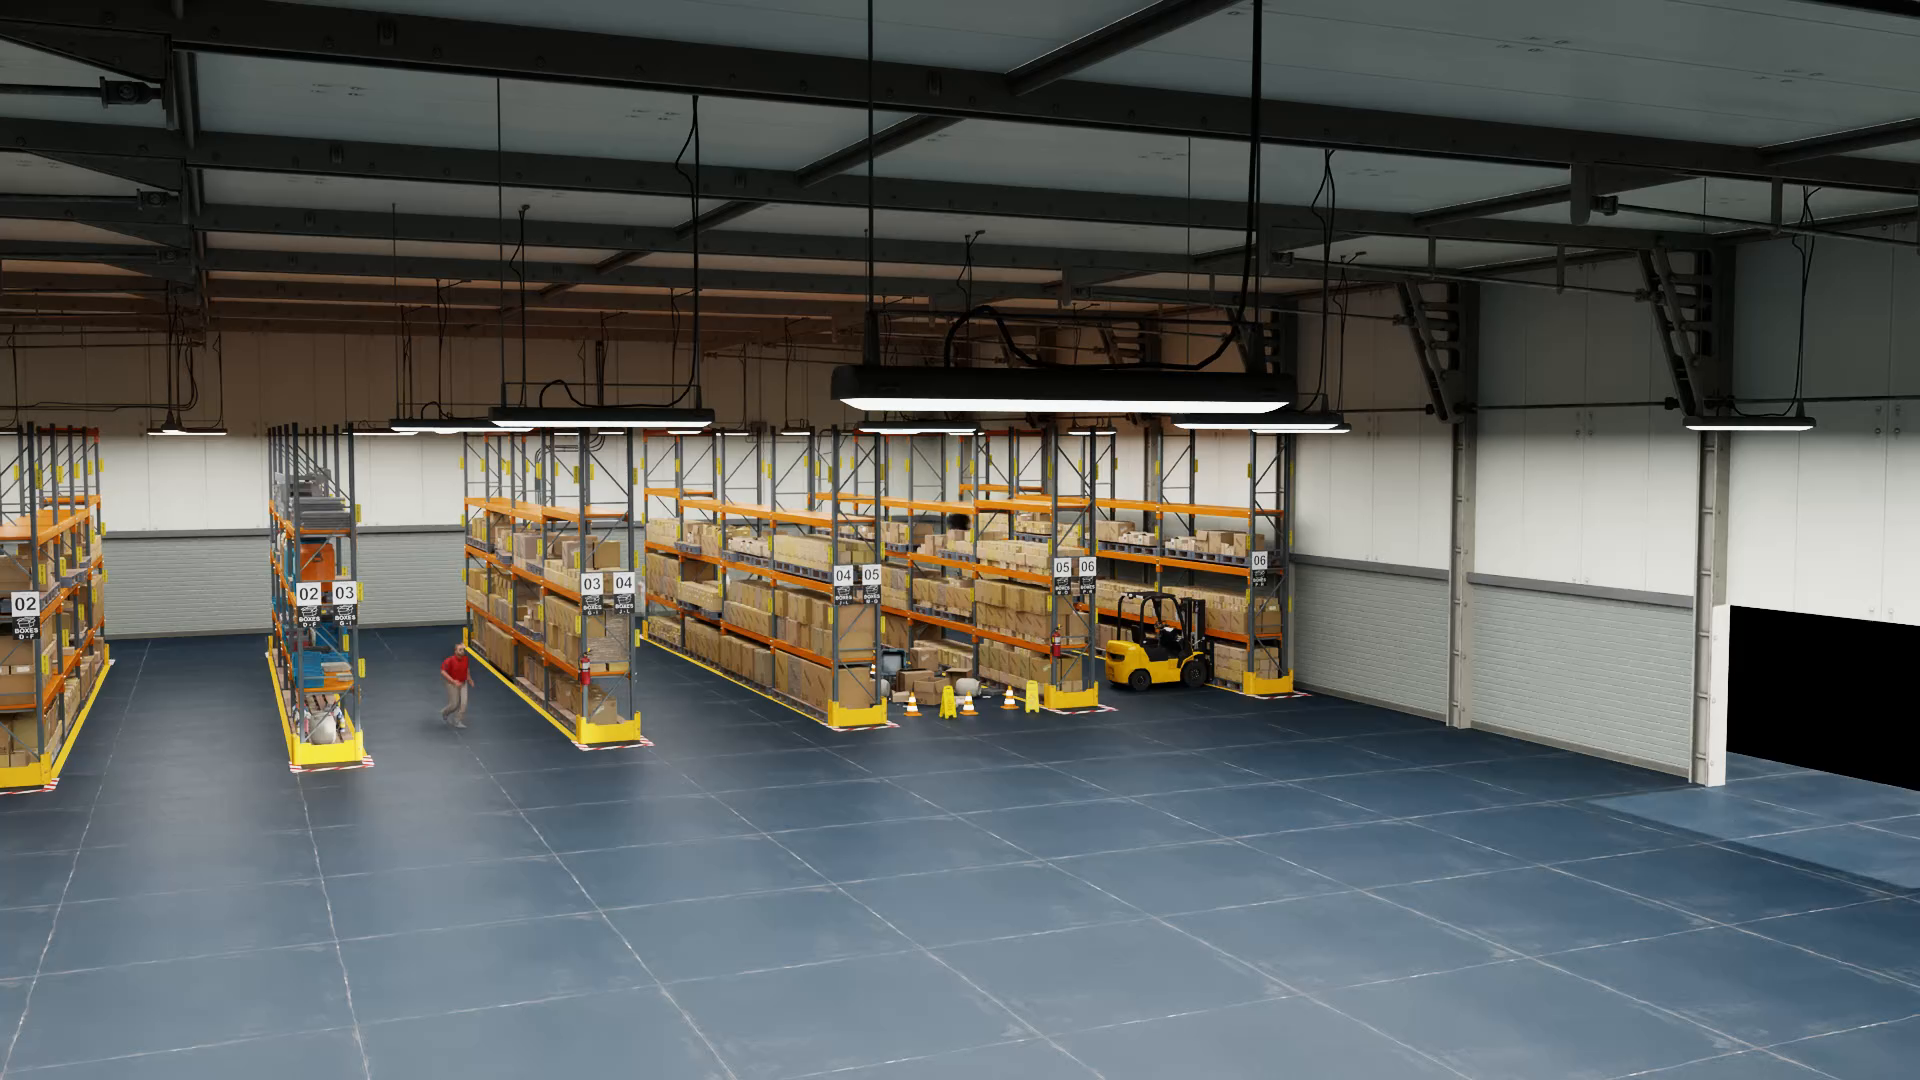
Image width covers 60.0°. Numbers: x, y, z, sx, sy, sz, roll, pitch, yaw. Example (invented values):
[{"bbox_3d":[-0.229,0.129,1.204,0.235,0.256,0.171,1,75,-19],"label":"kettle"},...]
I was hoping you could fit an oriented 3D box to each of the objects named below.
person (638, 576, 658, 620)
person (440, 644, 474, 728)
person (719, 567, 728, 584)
[{"bbox_3d":[-9.470,1.875,50.656,0.653,1.630,1.022,1,4,12],"label":"person"},{"bbox_3d":[-10.012,2.886,32.960,0.698,1.673,0.662,3,5,41],"label":"person"},{"bbox_3d":[-7.274,1.718,50.543,1.048,1.777,0.717,-3,5,-40],"label":"person"}]
